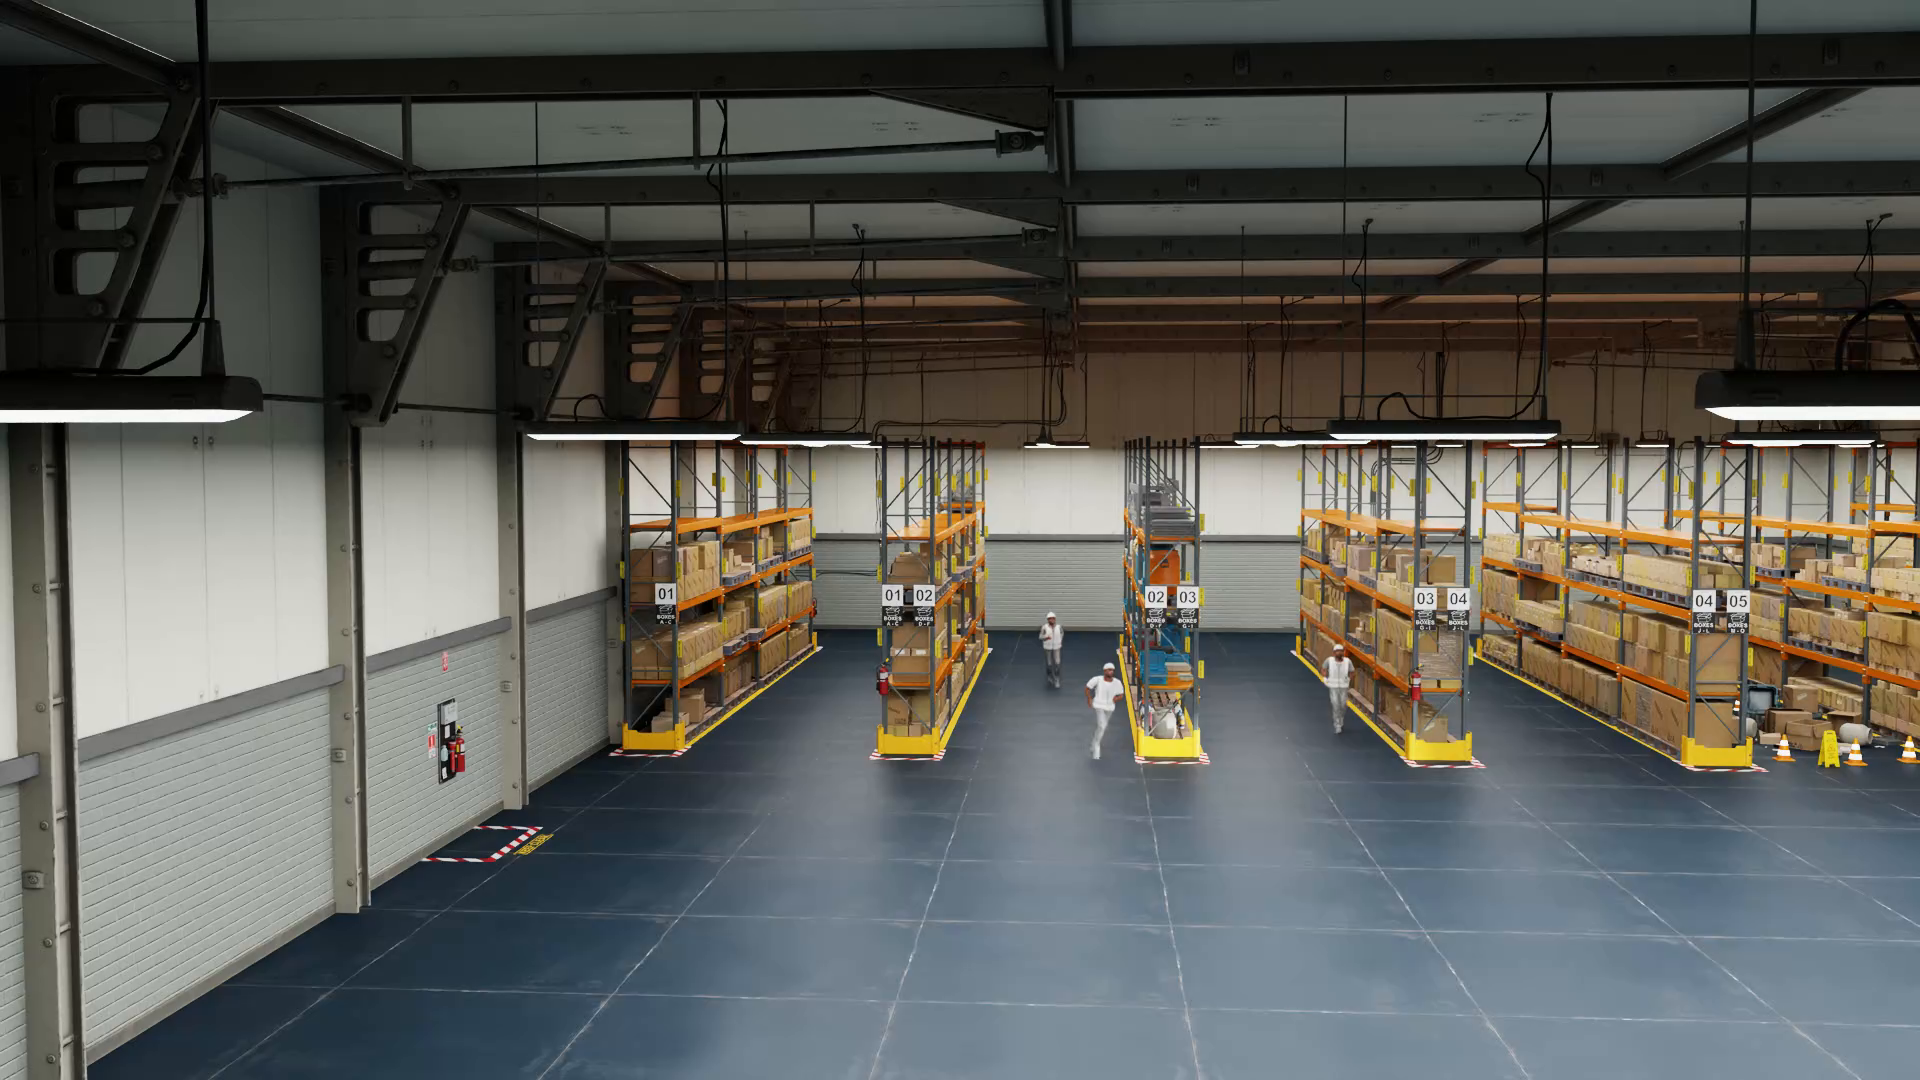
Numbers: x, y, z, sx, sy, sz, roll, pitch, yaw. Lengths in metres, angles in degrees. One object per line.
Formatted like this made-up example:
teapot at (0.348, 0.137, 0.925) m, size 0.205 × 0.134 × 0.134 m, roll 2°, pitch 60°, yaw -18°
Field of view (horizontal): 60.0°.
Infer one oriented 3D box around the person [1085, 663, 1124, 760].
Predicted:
person at (2.729, 3.193, 31.201) m, size 0.675 × 1.796 × 0.696 m, roll -1°, pitch 3°, yaw -20°

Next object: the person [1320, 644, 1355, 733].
person at (7.722, 3.007, 33.954) m, size 0.687 × 1.769 × 0.869 m, roll 0°, pitch 3°, yaw 6°

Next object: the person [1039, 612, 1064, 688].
person at (2.223, 2.673, 40.523) m, size 0.614 × 1.836 × 0.800 m, roll 0°, pitch 3°, yaw -3°
